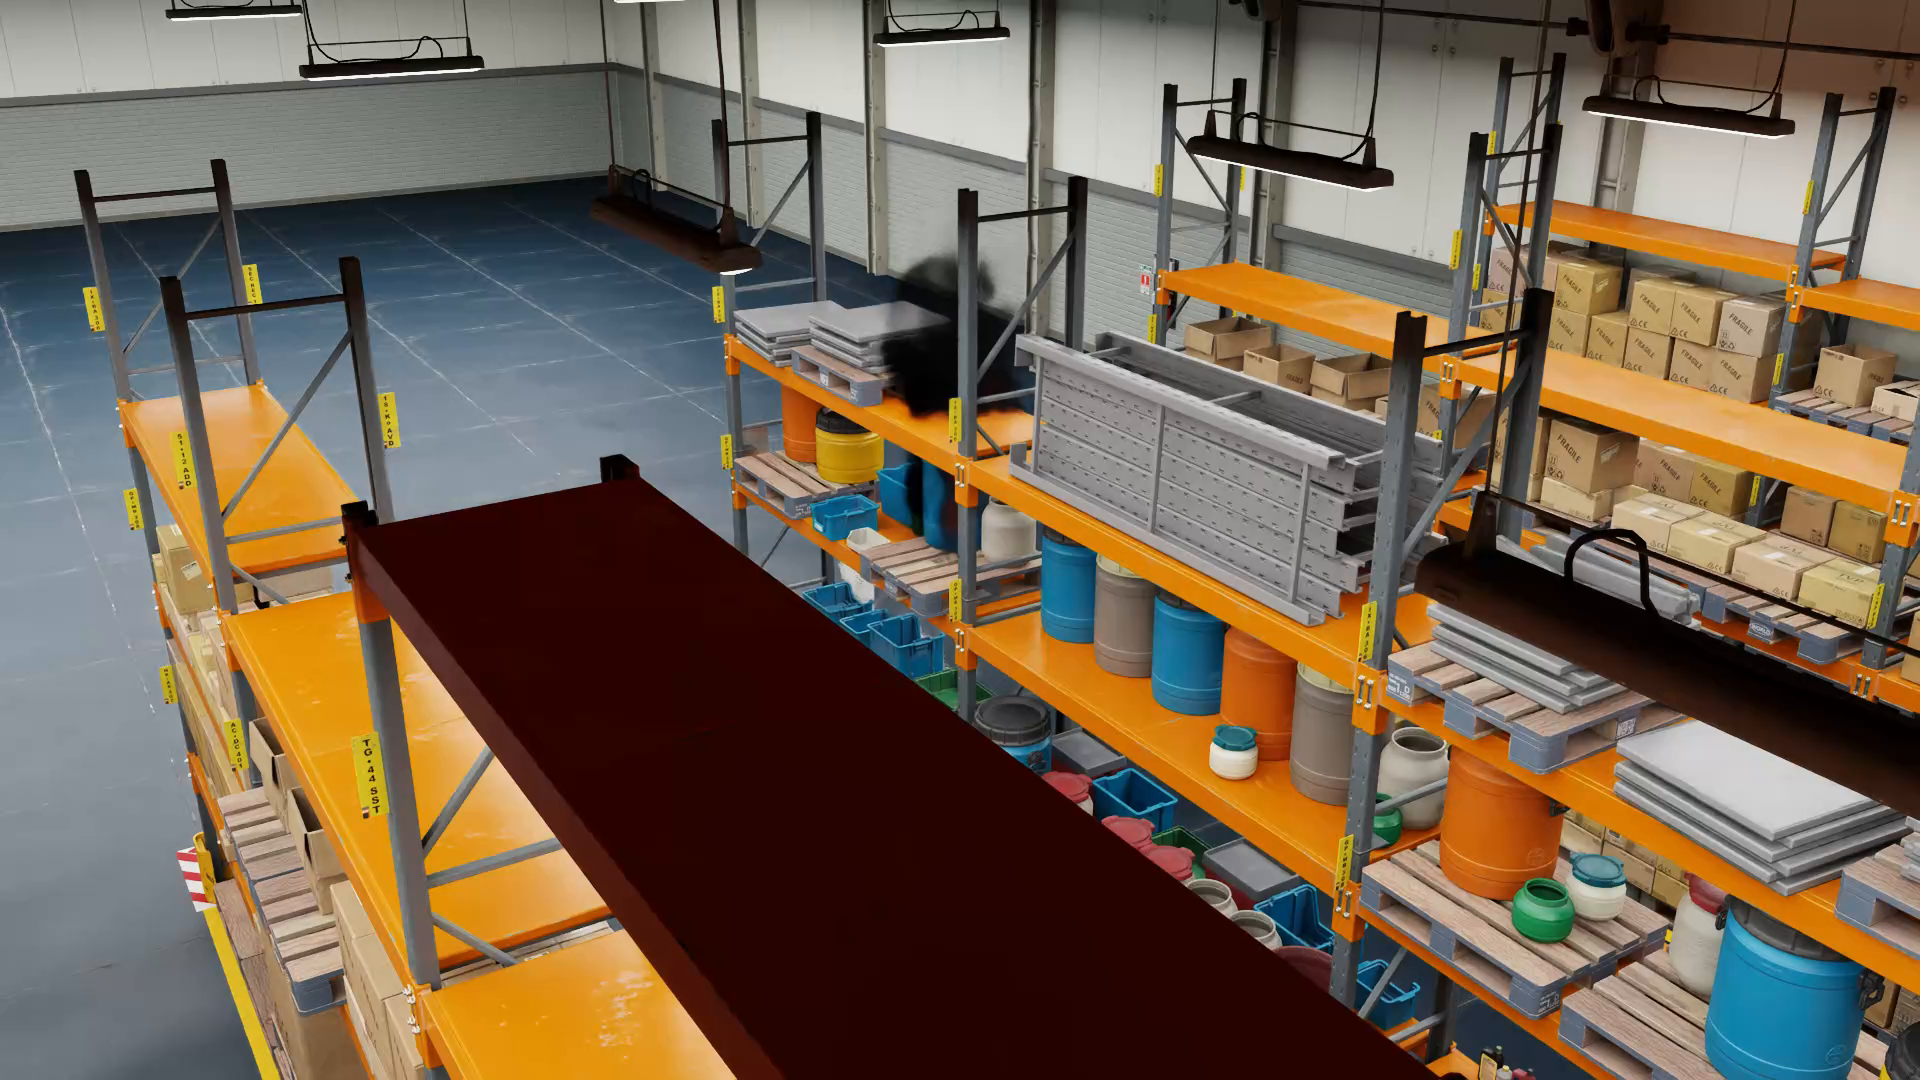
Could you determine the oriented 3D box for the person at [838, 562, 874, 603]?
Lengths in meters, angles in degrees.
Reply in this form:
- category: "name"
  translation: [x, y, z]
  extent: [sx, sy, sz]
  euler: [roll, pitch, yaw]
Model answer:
- category: "person"
  translation: [-1.081, 0.728, 17.568]
  extent: [0.593, 1.498, 0.763]
  euler: [7, 23, 16]
